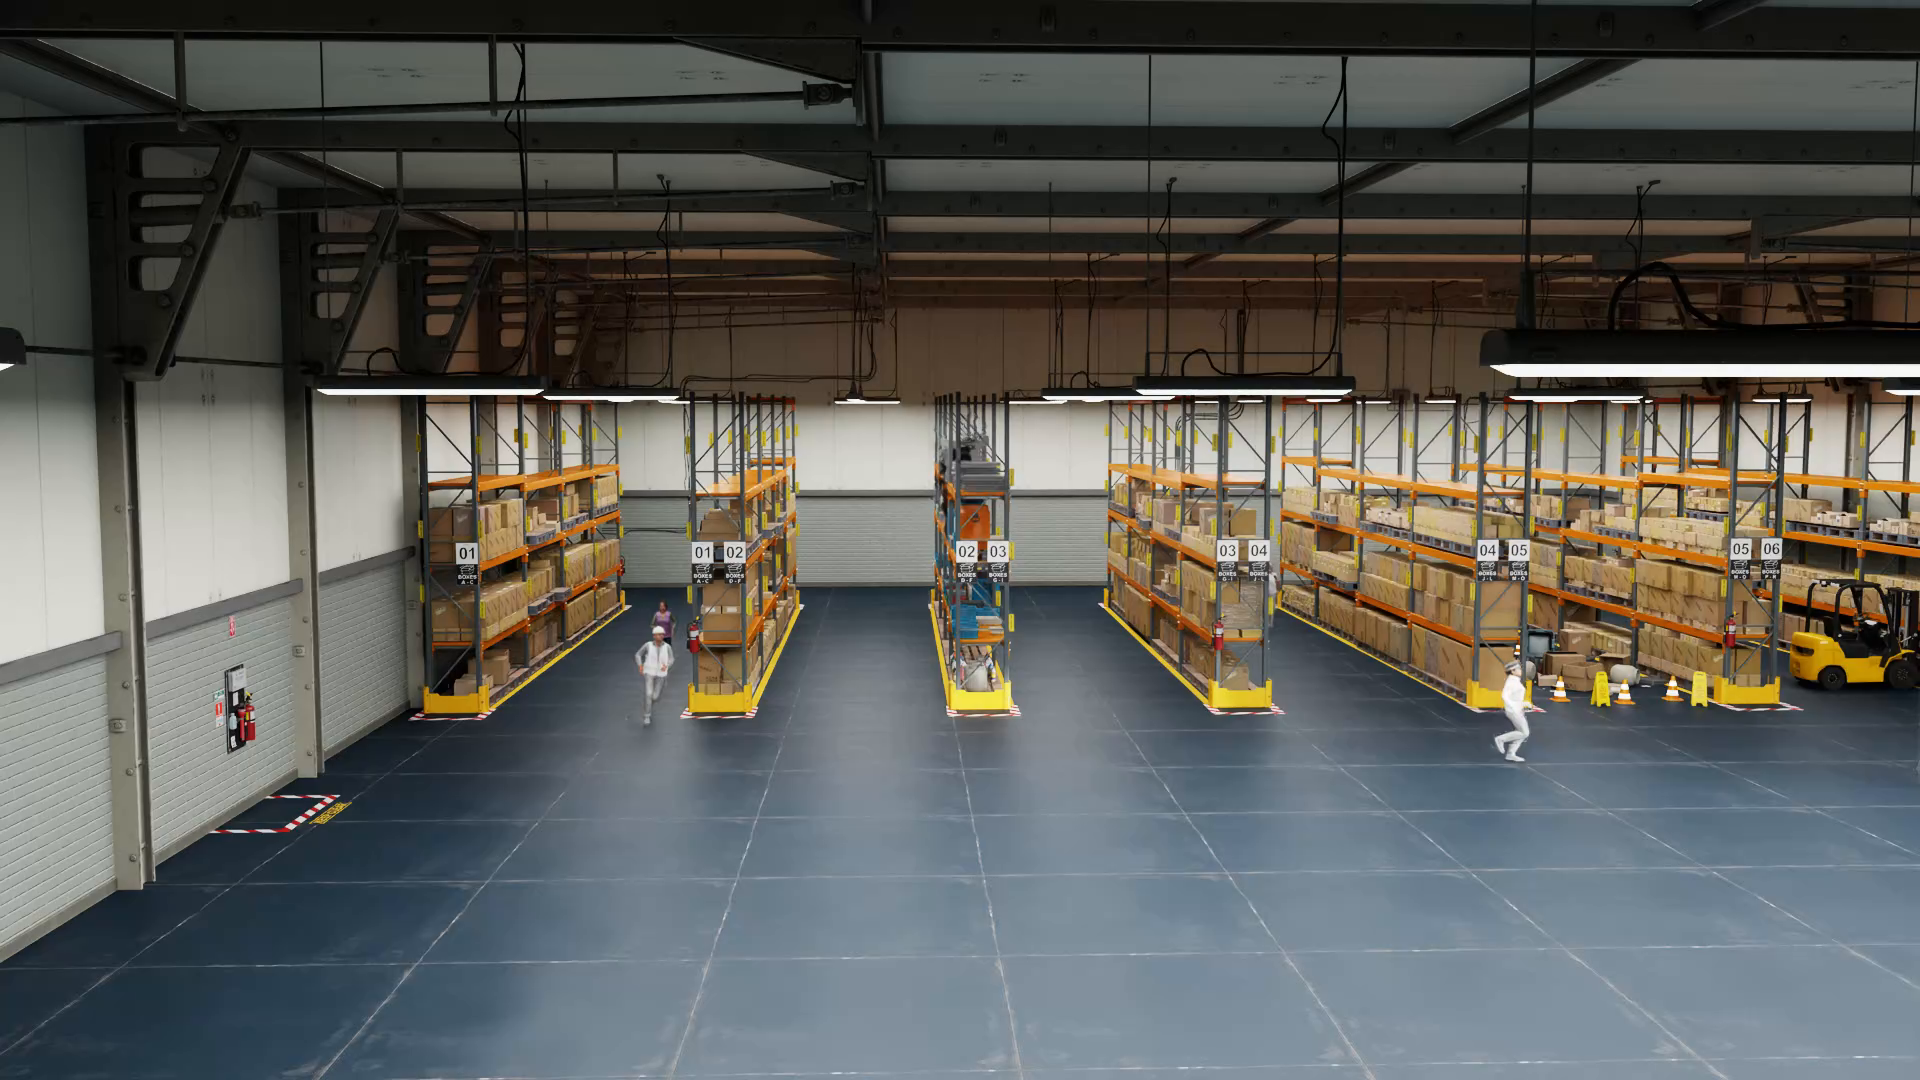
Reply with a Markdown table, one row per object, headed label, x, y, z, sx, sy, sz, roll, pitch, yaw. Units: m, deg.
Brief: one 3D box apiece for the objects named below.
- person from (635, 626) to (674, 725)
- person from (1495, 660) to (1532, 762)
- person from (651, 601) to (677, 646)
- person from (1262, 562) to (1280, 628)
| label | x | y | z | sx | sy | sz | roll | pitch | yaw |
| --- | --- | --- | --- | --- | --- | --- | --- | --- | --- |
| person | -5.563 | 2.439 | 30.339 | 0.692 | 1.741 | 0.822 | -2 | 5 | -22 |
| person | 8.941 | 2.752 | 26.850 | 0.552 | 1.650 | 0.614 | 2 | 5 | 23 |
| person | -6.343 | 2.105 | 35.613 | 0.547 | 1.563 | 0.759 | 0 | 5 | -6 |
| person | 8.089 | 1.422 | 43.457 | 0.588 | 1.696 | 0.827 | 0 | 5 | 1 |
